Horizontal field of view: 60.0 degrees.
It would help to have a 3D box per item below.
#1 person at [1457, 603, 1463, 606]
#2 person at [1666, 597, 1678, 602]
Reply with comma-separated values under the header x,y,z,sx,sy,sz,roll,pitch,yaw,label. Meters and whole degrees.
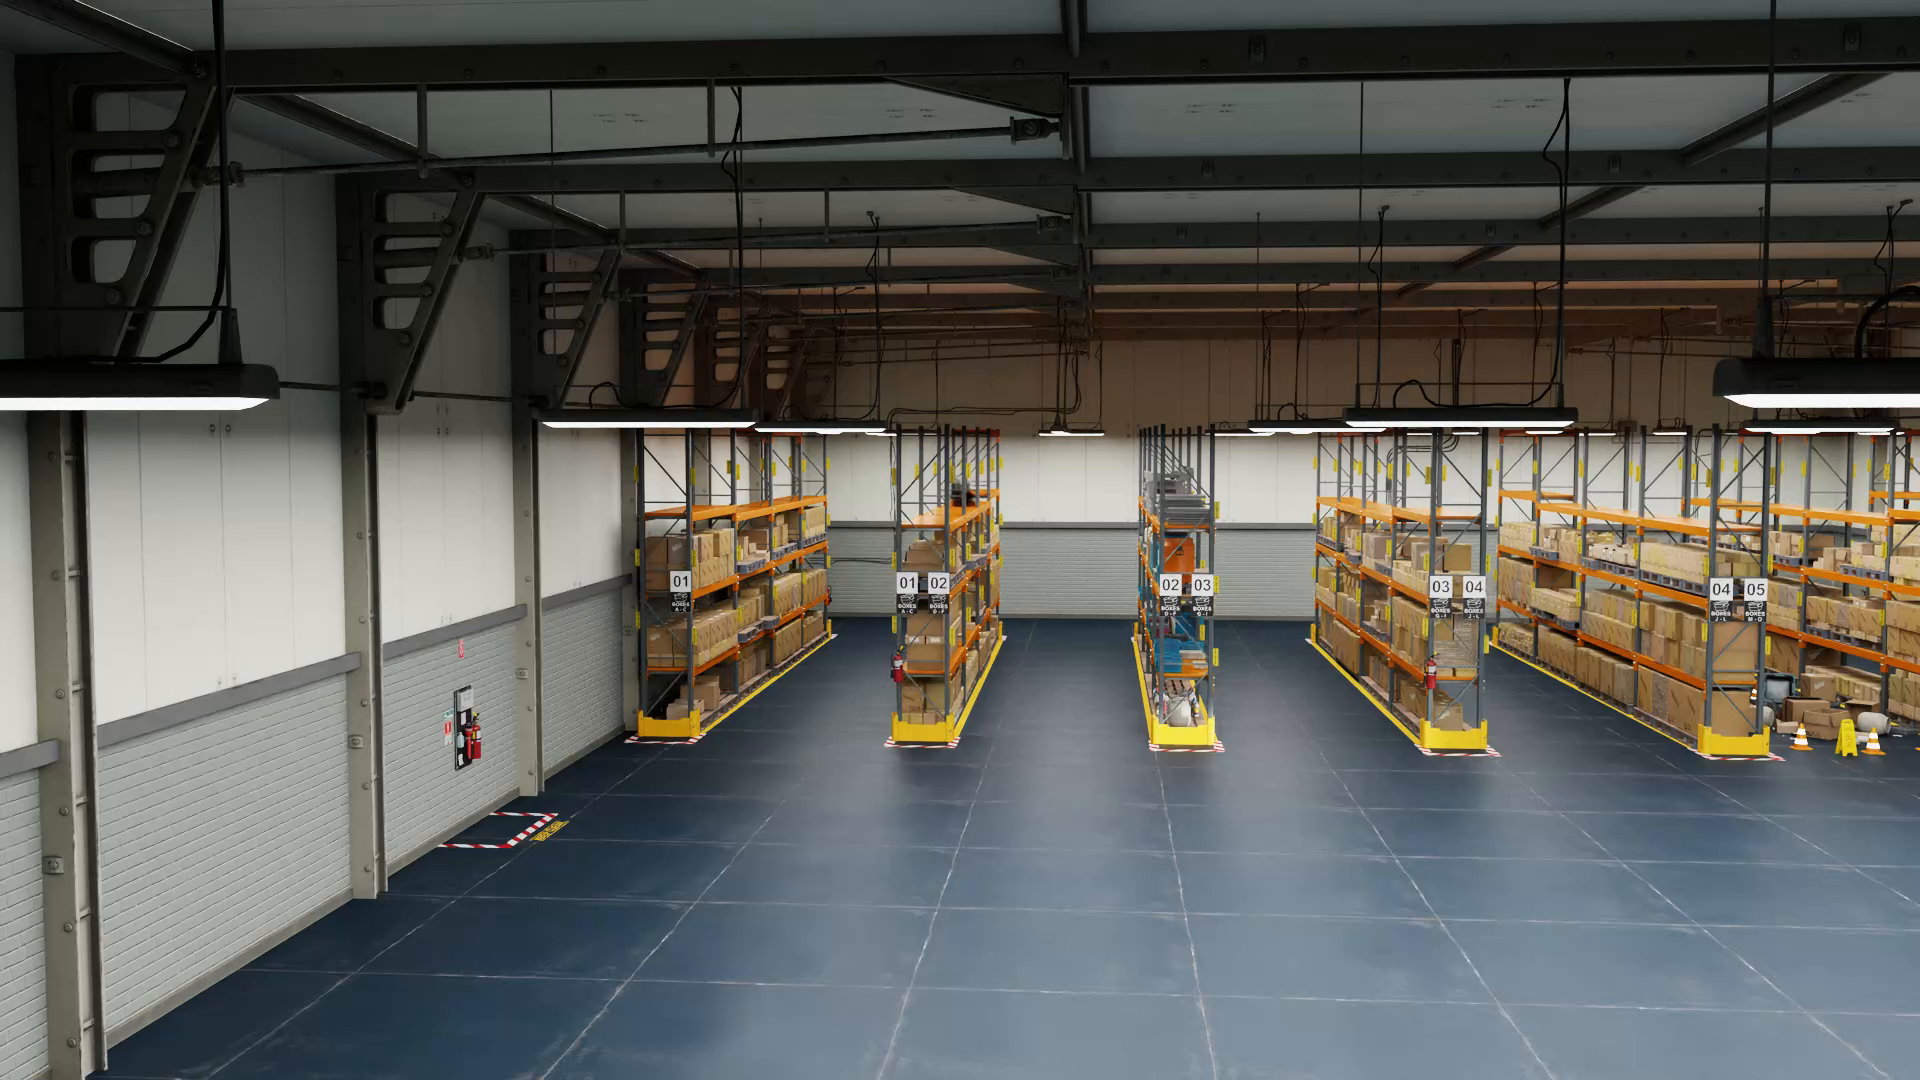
x,y,z,sx,sy,sz,roll,pitch,yaw,label
13.583,2.031,46.478,0.921,1.730,0.708,3,4,36,person
20.214,2.008,47.202,0.872,1.660,0.706,1,4,17,person
